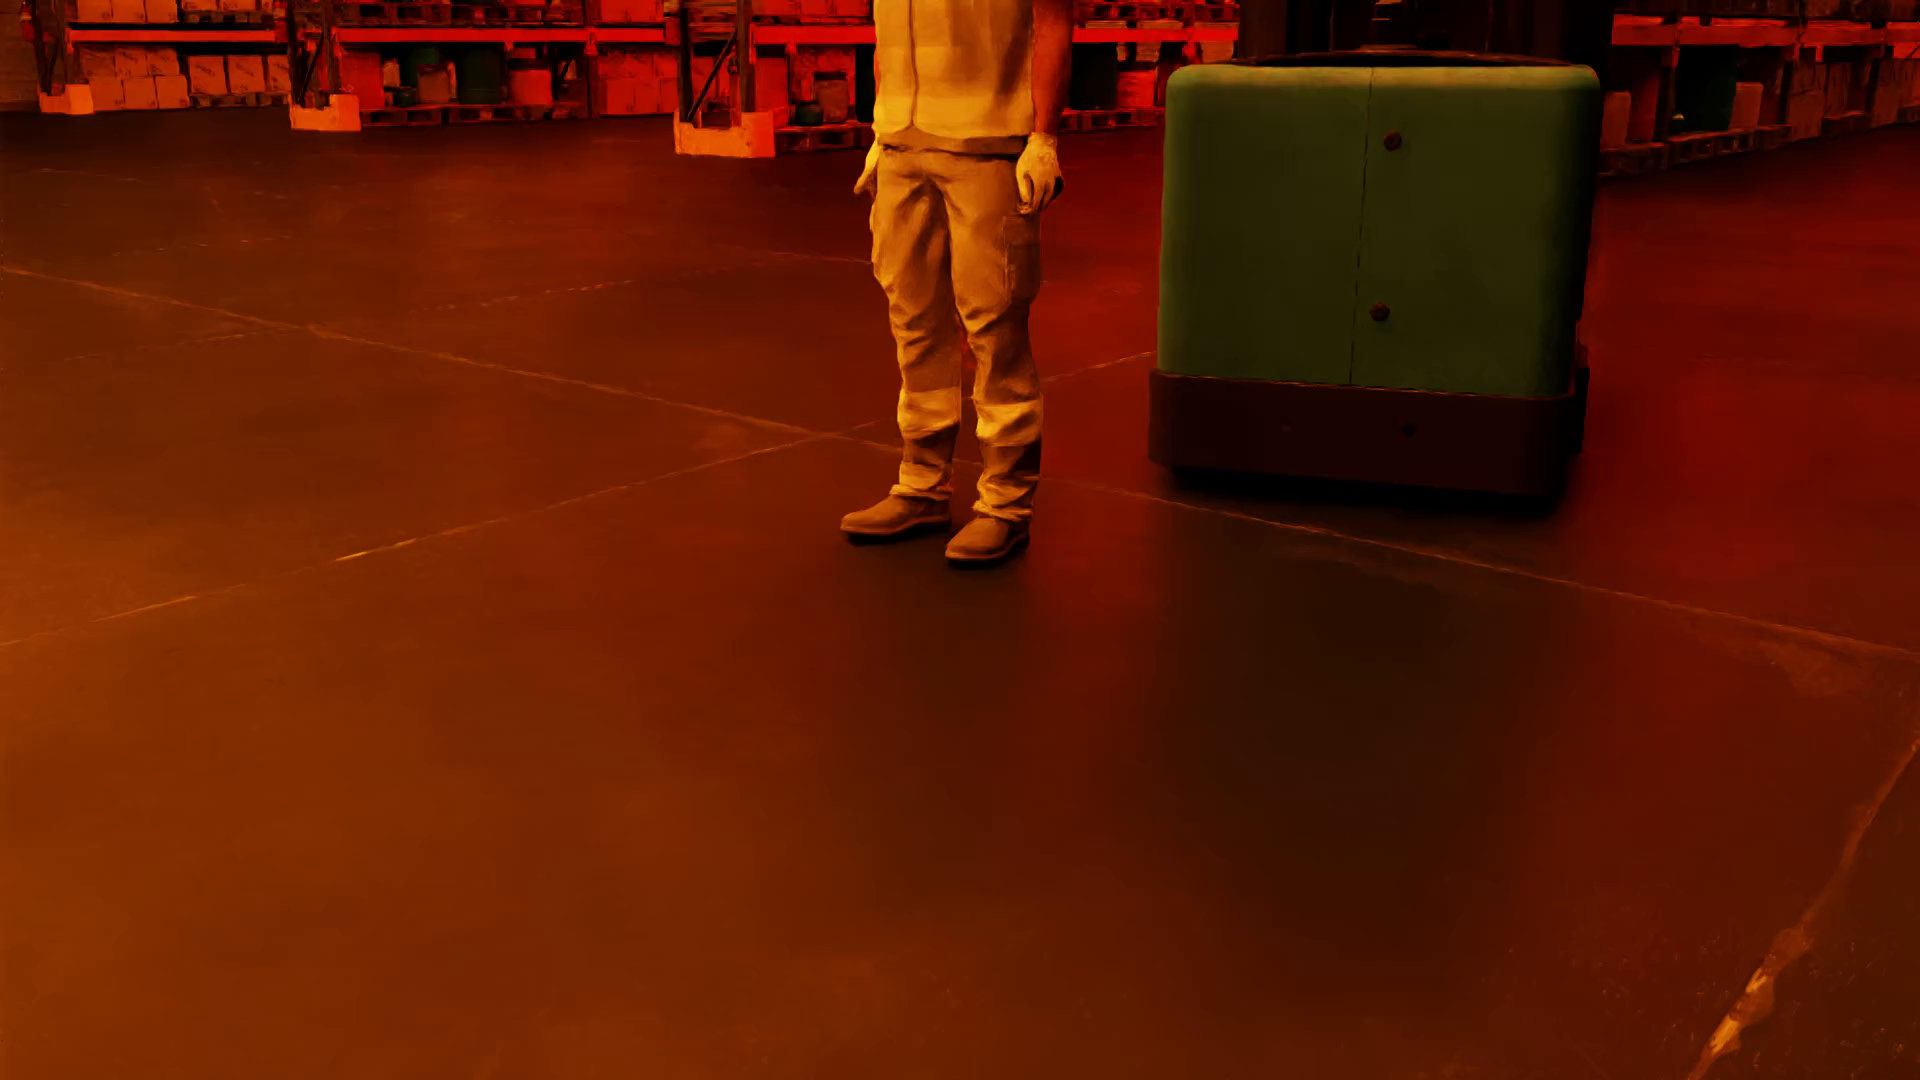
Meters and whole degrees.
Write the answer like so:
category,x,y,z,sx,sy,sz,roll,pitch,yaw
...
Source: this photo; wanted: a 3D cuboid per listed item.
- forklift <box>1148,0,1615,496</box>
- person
category,x,y,z,sx,sy,sz,roll,pitch,yaw
forklift,1.471,-1.898,5.148,1.130,2.935,3.031,6,18,19
person,-0.012,-0.852,3.665,0.540,1.795,0.349,13,21,37
